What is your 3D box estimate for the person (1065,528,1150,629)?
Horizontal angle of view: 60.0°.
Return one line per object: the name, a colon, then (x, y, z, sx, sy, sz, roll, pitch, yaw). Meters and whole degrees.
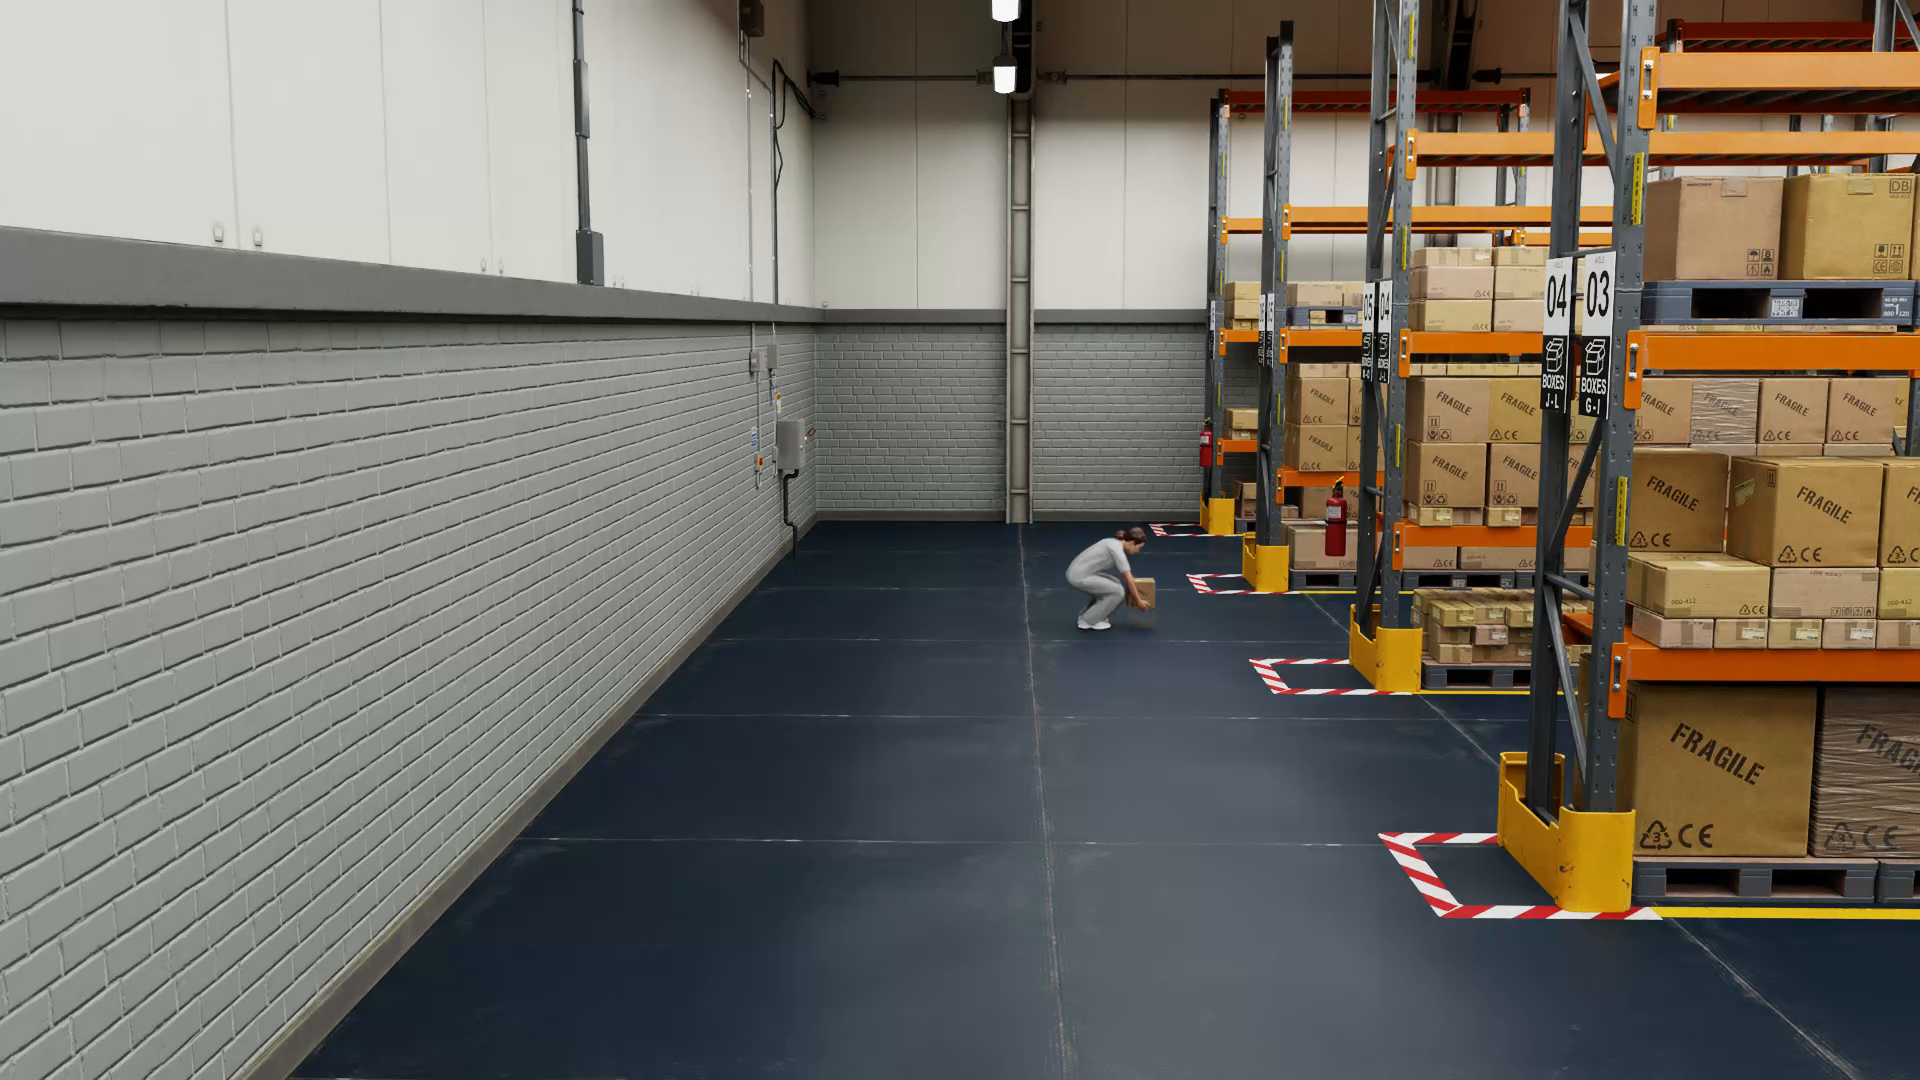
person: (1.409, 0.359, 15.851, 0.810, 0.952, 0.462, 0, 7, 0)
